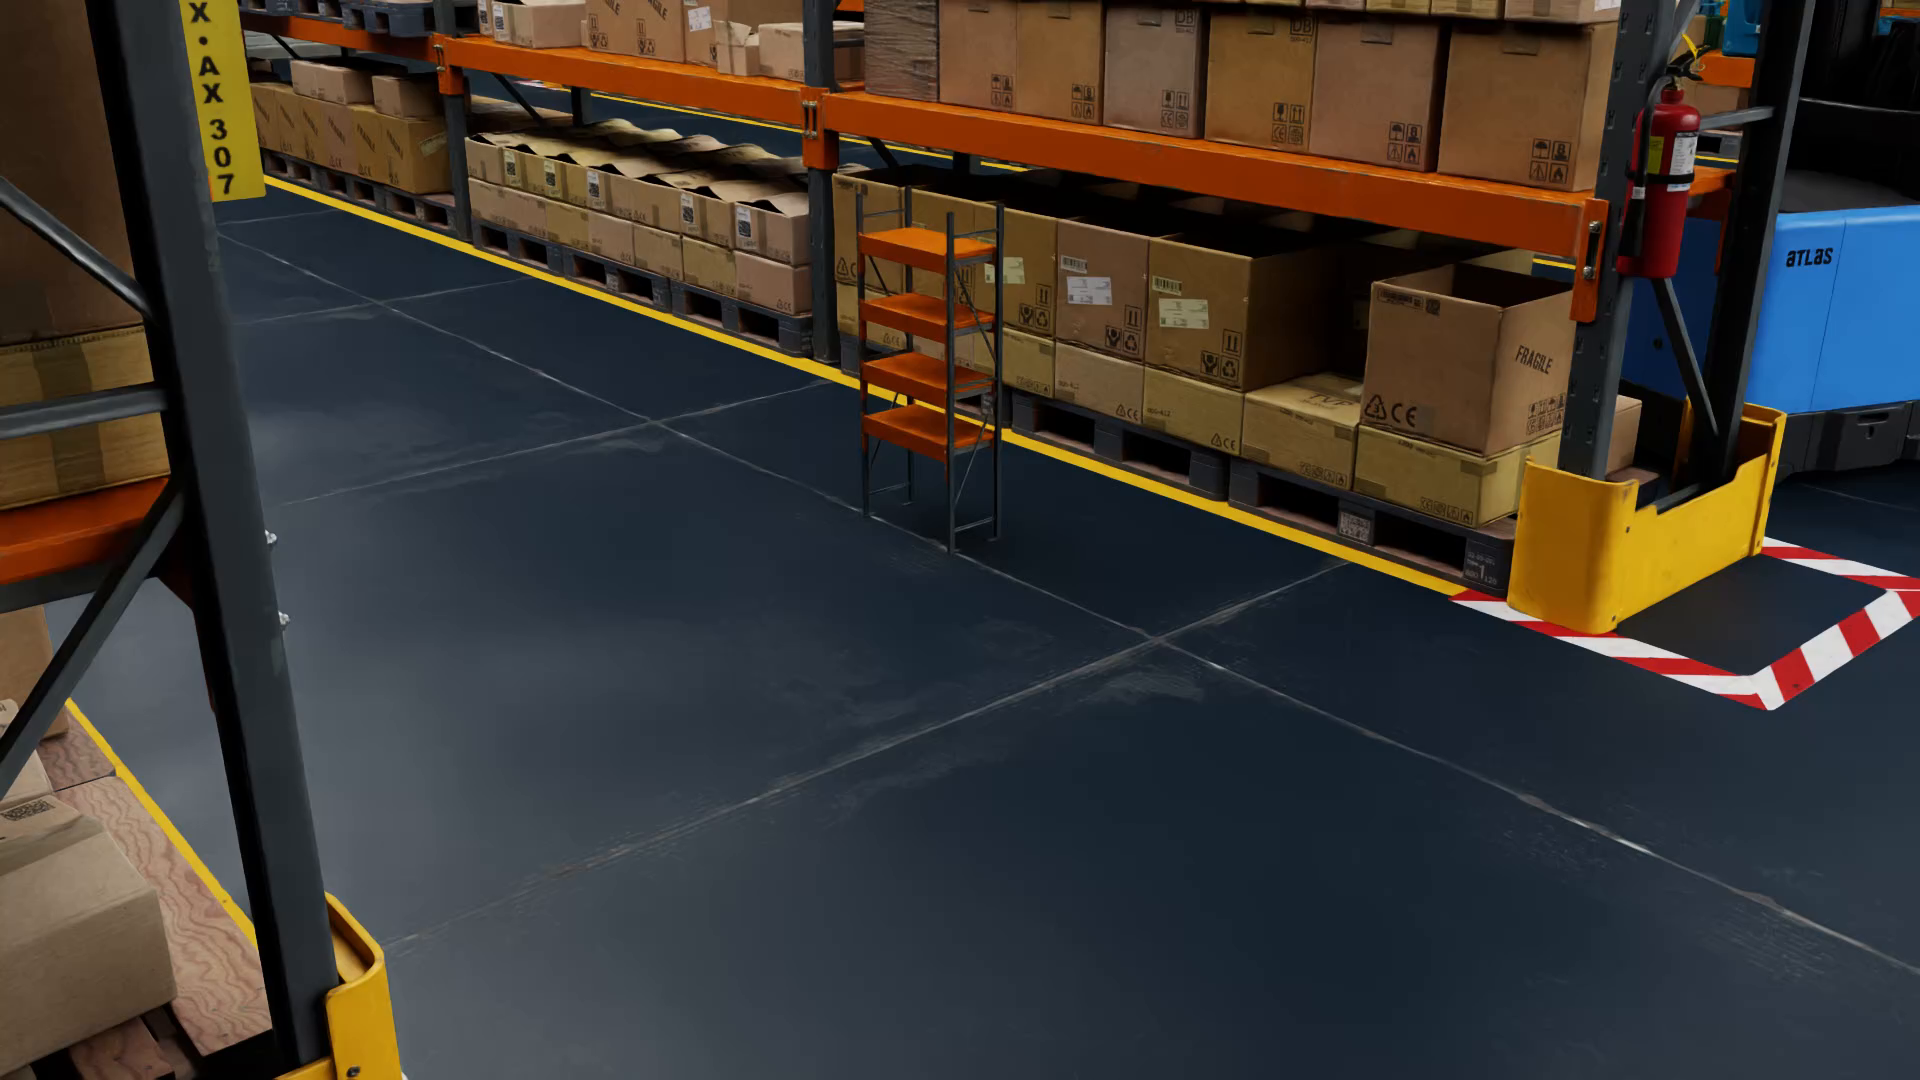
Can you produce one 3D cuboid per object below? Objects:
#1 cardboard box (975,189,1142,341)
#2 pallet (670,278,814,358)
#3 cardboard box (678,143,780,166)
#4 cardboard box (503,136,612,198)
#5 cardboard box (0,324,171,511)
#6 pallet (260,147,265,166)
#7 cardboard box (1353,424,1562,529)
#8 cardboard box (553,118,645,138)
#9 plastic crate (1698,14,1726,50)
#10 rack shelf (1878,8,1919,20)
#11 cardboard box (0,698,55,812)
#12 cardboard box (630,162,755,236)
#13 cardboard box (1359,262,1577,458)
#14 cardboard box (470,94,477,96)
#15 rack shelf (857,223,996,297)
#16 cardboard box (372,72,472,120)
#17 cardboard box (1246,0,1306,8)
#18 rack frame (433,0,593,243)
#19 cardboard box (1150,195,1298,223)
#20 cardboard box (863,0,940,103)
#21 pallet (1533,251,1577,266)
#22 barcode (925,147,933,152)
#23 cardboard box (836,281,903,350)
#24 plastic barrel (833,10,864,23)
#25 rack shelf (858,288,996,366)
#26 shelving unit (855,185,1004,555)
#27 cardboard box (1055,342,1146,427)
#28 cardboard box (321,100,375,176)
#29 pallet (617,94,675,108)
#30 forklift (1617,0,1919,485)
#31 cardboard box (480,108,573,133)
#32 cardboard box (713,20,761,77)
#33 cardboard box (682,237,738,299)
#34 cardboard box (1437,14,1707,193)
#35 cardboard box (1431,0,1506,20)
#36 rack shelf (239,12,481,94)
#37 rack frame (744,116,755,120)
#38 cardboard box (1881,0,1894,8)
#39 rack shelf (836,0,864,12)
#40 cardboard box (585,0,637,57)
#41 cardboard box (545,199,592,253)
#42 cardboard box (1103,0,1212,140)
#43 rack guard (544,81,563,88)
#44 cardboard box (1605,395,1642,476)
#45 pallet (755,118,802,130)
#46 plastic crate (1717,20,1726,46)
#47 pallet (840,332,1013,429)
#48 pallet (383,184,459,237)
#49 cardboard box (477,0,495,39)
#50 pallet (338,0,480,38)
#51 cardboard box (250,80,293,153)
[{"bbox_3d":[0.409,-1.174,7.034,0.500,0.500,0.500,-17,27,-37],"label":"cardboard box"},{"bbox_3d":[-0.820,-1.284,8.973,1.003,0.211,1.213,-17,27,-37],"label":"pallet"},{"bbox_3d":[-1.395,-2.162,9.818,0.500,0.311,0.500,-17,27,-36],"label":"cardboard box"},{"bbox_3d":[-2.451,-2.312,10.199,0.500,0.311,0.500,-18,28,-39],"label":"cardboard box"},{"bbox_3d":[-1.526,-0.253,2.694,0.500,0.250,0.500,-18,28,-39],"label":"cardboard box"},{"bbox_3d":[-5.979,-3.490,14.605,1.003,0.211,1.213,-17,27,-37],"label":"pallet"},{"bbox_3d":[1.728,-0.276,5.770,0.500,0.250,0.500,-17,27,-37],"label":"cardboard box"},{"bbox_3d":[-2.392,-2.584,10.893,0.500,0.311,0.500,-17,27,-36],"label":"cardboard box"},{"bbox_3d":[4.118,-3.025,9.886,0.450,0.188,0.662,-17,27,-37],"label":"plastic crate"},{"bbox_3d":[8.504,-3.858,12.707,1.077,0.370,4.000,-17,27,-37],"label":"rack shelf"},{"bbox_3d":[-2.204,0.574,3.488,0.500,0.311,0.500,-15,26,-33],"label":"cardboard box"},{"bbox_3d":[-1.459,-1.889,9.119,0.500,0.311,0.500,-18,27,-38],"label":"cardboard box"},{"bbox_3d":[1.726,-0.625,5.632,0.500,0.500,0.500,-17,27,-37],"label":"cardboard box"},{"bbox_3d":[-4.015,-3.154,12.748,0.500,0.500,0.500,-19,28,-39],"label":"cardboard box"},{"bbox_3d":[-0.108,-0.970,5.739,0.258,0.148,0.480,-17,27,-37],"label":"rack shelf"},{"bbox_3d":[-3.748,-3.101,11.583,0.500,0.250,0.500,-16,27,-35],"label":"cardboard box"},{"bbox_3d":[1.235,-1.977,5.892,0.380,0.149,0.250,-16,27,-36],"label":"cardboard box"},{"bbox_3d":[-2.920,-3.493,10.790,1.000,3.000,0.127,-17,27,-37],"label":"rack frame"},{"bbox_3d":[1.143,-1.164,7.008,0.500,0.500,0.500,-17,27,-37],"label":"cardboard box"},{"bbox_3d":[-0.015,-2.314,7.641,0.700,0.500,0.500,-18,28,-39],"label":"cardboard box"},{"bbox_3d":[3.853,-2.072,10.986,1.003,0.211,1.213,-17,27,-37],"label":"pallet"},{"bbox_3d":[-0.160,-2.046,8.602,0.001,0.075,0.075,-17,27,-37],"label":"barcode"},{"bbox_3d":[-0.236,-1.103,7.882,0.500,0.250,0.500,-17,27,-37],"label":"cardboard box"},{"bbox_3d":[-0.972,-4.645,16.032,0.600,0.901,0.708,-17,27,-37],"label":"plastic barrel"},{"bbox_3d":[-0.108,-0.750,5.825,0.258,0.148,0.480,-17,27,-37],"label":"rack shelf"},{"bbox_3d":[-0.108,-0.604,5.882,0.258,1.200,0.503,-17,27,-37],"label":"shelving unit"},{"bbox_3d":[0.740,-0.688,6.821,0.500,0.250,0.500,-17,27,-37],"label":"cardboard box"},{"bbox_3d":[-4.393,-3.023,12.414,0.500,0.500,0.500,-19,28,-39],"label":"cardboard box"},{"bbox_3d":[-3.086,-5.009,18.484,1.003,0.211,1.213,-17,27,-37],"label":"pallet"},{"bbox_3d":[4.184,-1.875,6.751,3.031,2.935,1.130,-7,22,-17],"label":"forklift"},{"bbox_3d":[-3.001,-2.728,11.660,0.500,0.500,0.500,-16,27,-35],"label":"cardboard box"},{"bbox_3d":[-1.022,-2.525,8.502,0.396,0.266,0.258,-18,28,-39],"label":"cardboard box"},{"bbox_3d":[-1.128,-1.489,8.868,0.500,0.250,0.500,-18,28,-38],"label":"cardboard box"},{"bbox_3d":[2.007,-1.462,5.466,0.700,0.500,0.500,-17,27,-37],"label":"cardboard box"},{"bbox_3d":[1.736,-1.764,5.348,0.380,0.149,0.250,-17,27,-36],"label":"cardboard box"},{"bbox_3d":[-4.226,-3.711,12.332,1.077,0.370,4.000,-17,27,-37],"label":"rack shelf"},{"bbox_3d":[-1.776,-5.777,16.620,1.000,3.000,0.127,-17,27,-37],"label":"rack frame"},{"bbox_3d":[7.448,-4.363,13.354,0.380,0.149,0.250,-17,27,-37],"label":"cardboard box"},{"bbox_3d":[-0.471,-4.889,15.340,1.077,0.370,4.000,-17,27,-37],"label":"rack shelf"},{"bbox_3d":[-1.813,-3.080,9.598,0.500,0.500,0.500,-19,29,-40],"label":"cardboard box"},{"bbox_3d":[-2.128,-1.913,9.950,0.500,0.250,0.500,-18,28,-39],"label":"cardboard box"},{"bbox_3d":[0.994,-1.889,6.556,0.700,0.500,0.500,-16,27,-36],"label":"cardboard box"},{"bbox_3d":[-4.413,-5.721,19.906,1.175,0.500,0.348,-17,27,-37],"label":"rack guard"},{"bbox_3d":[2.120,-0.399,6.085,0.500,0.250,0.500,-17,27,-37],"label":"cardboard box"},{"bbox_3d":[-1.304,-4.255,16.558,1.003,0.211,1.213,-17,27,-37],"label":"pallet"},{"bbox_3d":[4.698,-3.055,10.033,0.530,0.136,0.437,-17,27,-37],"label":"plastic crate"},{"bbox_3d":[0.178,-0.860,7.891,1.003,0.211,1.213,-17,27,-37],"label":"pallet"},{"bbox_3d":[-3.379,-2.410,11.848,1.003,0.211,1.213,-17,27,-37],"label":"pallet"},{"bbox_3d":[-2.716,-3.341,10.523,0.500,0.311,0.500,-15,26,-34],"label":"cardboard box"},{"bbox_3d":[-3.416,-3.575,11.260,1.213,0.211,1.003,-17,27,-37],"label":"pallet"},{"bbox_3d":[-5.400,-3.448,13.498,0.500,0.500,0.500,-19,28,-40],"label":"cardboard box"}]
